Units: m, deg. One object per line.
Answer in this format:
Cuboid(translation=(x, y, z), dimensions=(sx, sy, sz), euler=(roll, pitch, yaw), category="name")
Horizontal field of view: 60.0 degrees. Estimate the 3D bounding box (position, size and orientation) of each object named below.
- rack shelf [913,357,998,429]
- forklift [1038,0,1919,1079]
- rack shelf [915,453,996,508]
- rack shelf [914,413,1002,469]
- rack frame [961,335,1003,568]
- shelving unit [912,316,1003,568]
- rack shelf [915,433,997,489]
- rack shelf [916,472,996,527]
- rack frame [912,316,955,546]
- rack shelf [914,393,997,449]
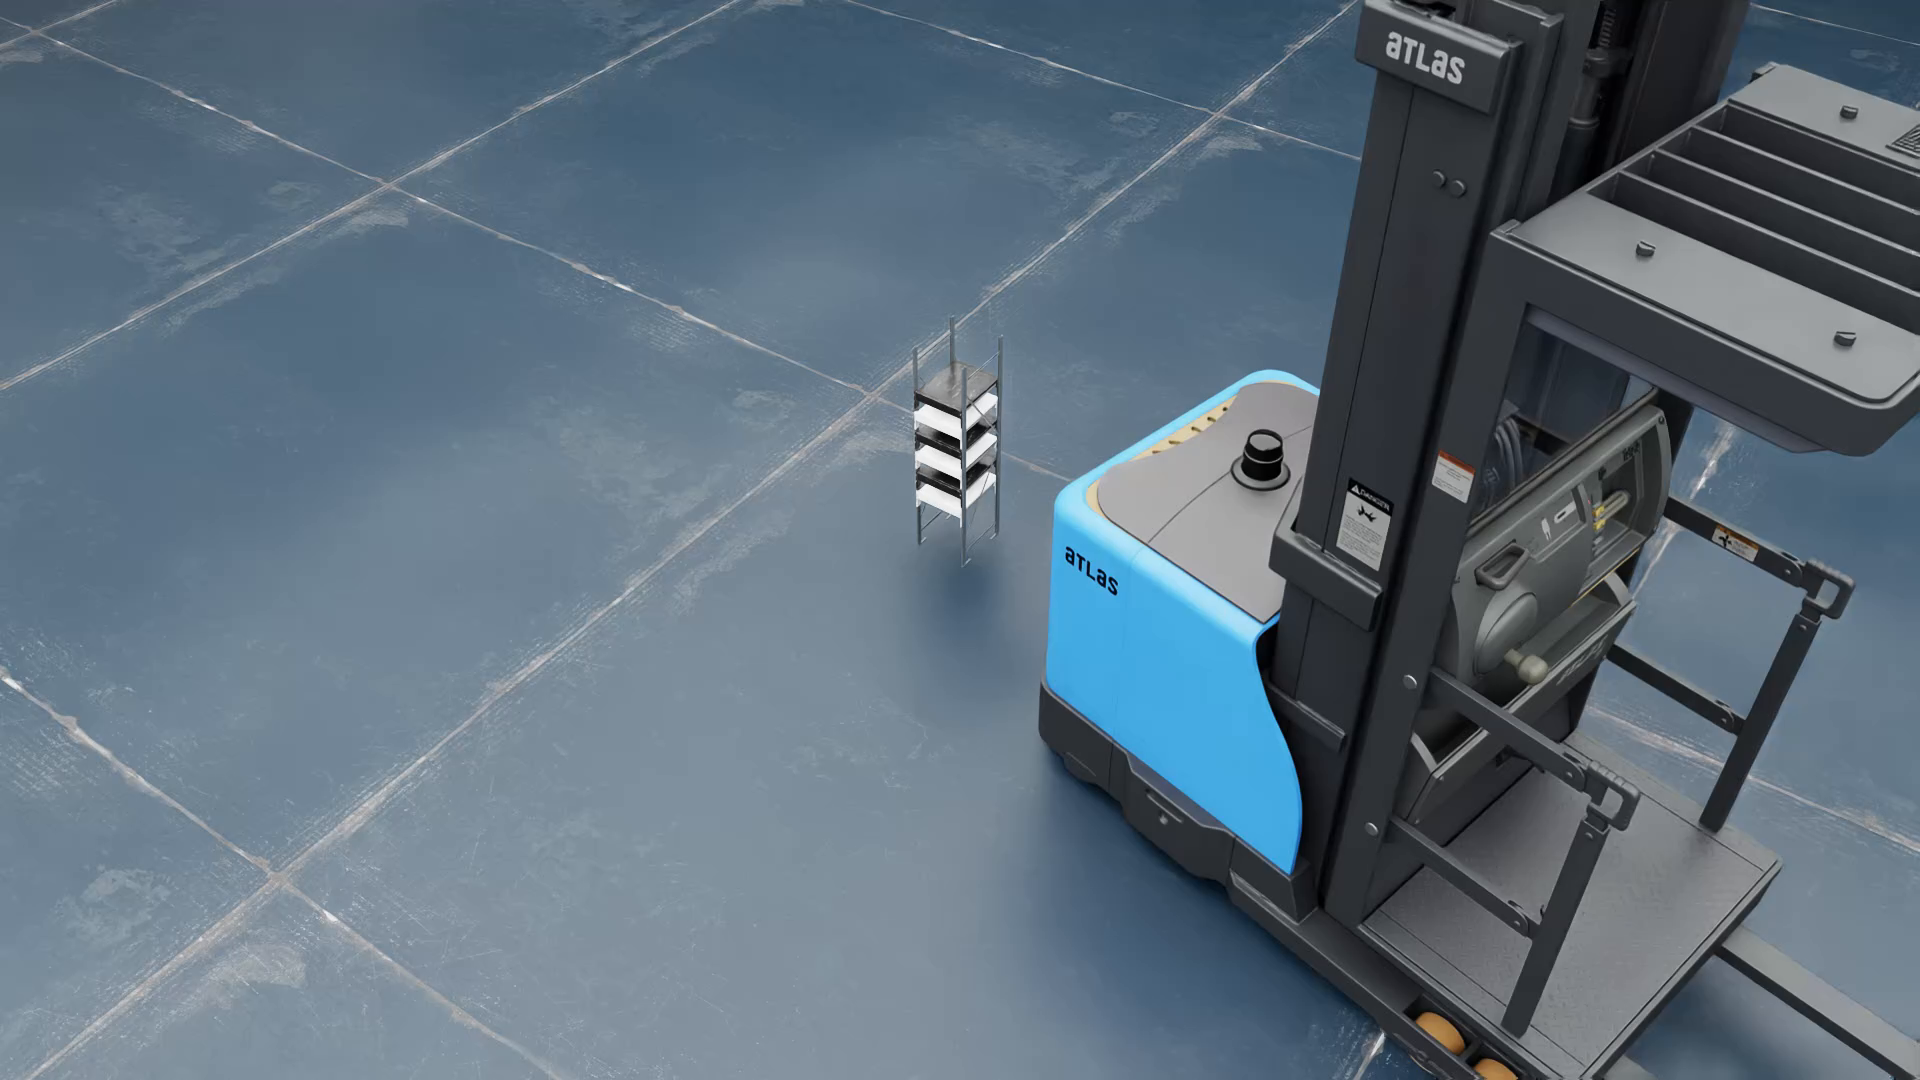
Cuboid(translation=(-0.007, -0.515, 5.796), dimensions=(0.200, 0.077, 0.258), euler=(25, 48, 25), category="rack shelf")
Cuboid(translation=(1.618, 0.087, 3.955), dimensions=(1.130, 2.935, 3.031), euler=(-31, 50, -30), category="forklift")
Cuboid(translation=(-0.007, -0.247, 6.036), dimensions=(0.200, 0.077, 0.258), euler=(25, 48, 25), category="rack shelf")
Cuboid(translation=(-0.007, -0.381, 5.916), dimensions=(0.200, 0.077, 0.258), euler=(25, 48, 25), category="rack shelf")
Cuboid(translation=(0.077, -0.300, 5.910), dimensions=(0.006, 0.900, 0.240), euler=(25, 48, 25), category="rack frame")
Cuboid(translation=(-0.007, -0.338, 5.953), dimensions=(0.210, 0.900, 0.258), euler=(25, 48, 25), category="shelving unit")
Cuboid(translation=(-0.007, -0.314, 5.976), dimensions=(0.200, 0.077, 0.258), euler=(25, 48, 25), category="rack shelf")
Cuboid(translation=(-0.007, -0.179, 6.096), dimensions=(0.200, 0.077, 0.258), euler=(25, 48, 25), category="rack shelf")
Cuboid(translation=(-0.090, -0.377, 5.997), dimensions=(0.006, 0.900, 0.240), euler=(25, 48, 25), category="rack frame")
Cuboid(translation=(-0.007, -0.448, 5.856), dimensions=(0.200, 0.077, 0.258), euler=(25, 48, 25), category="rack shelf")
